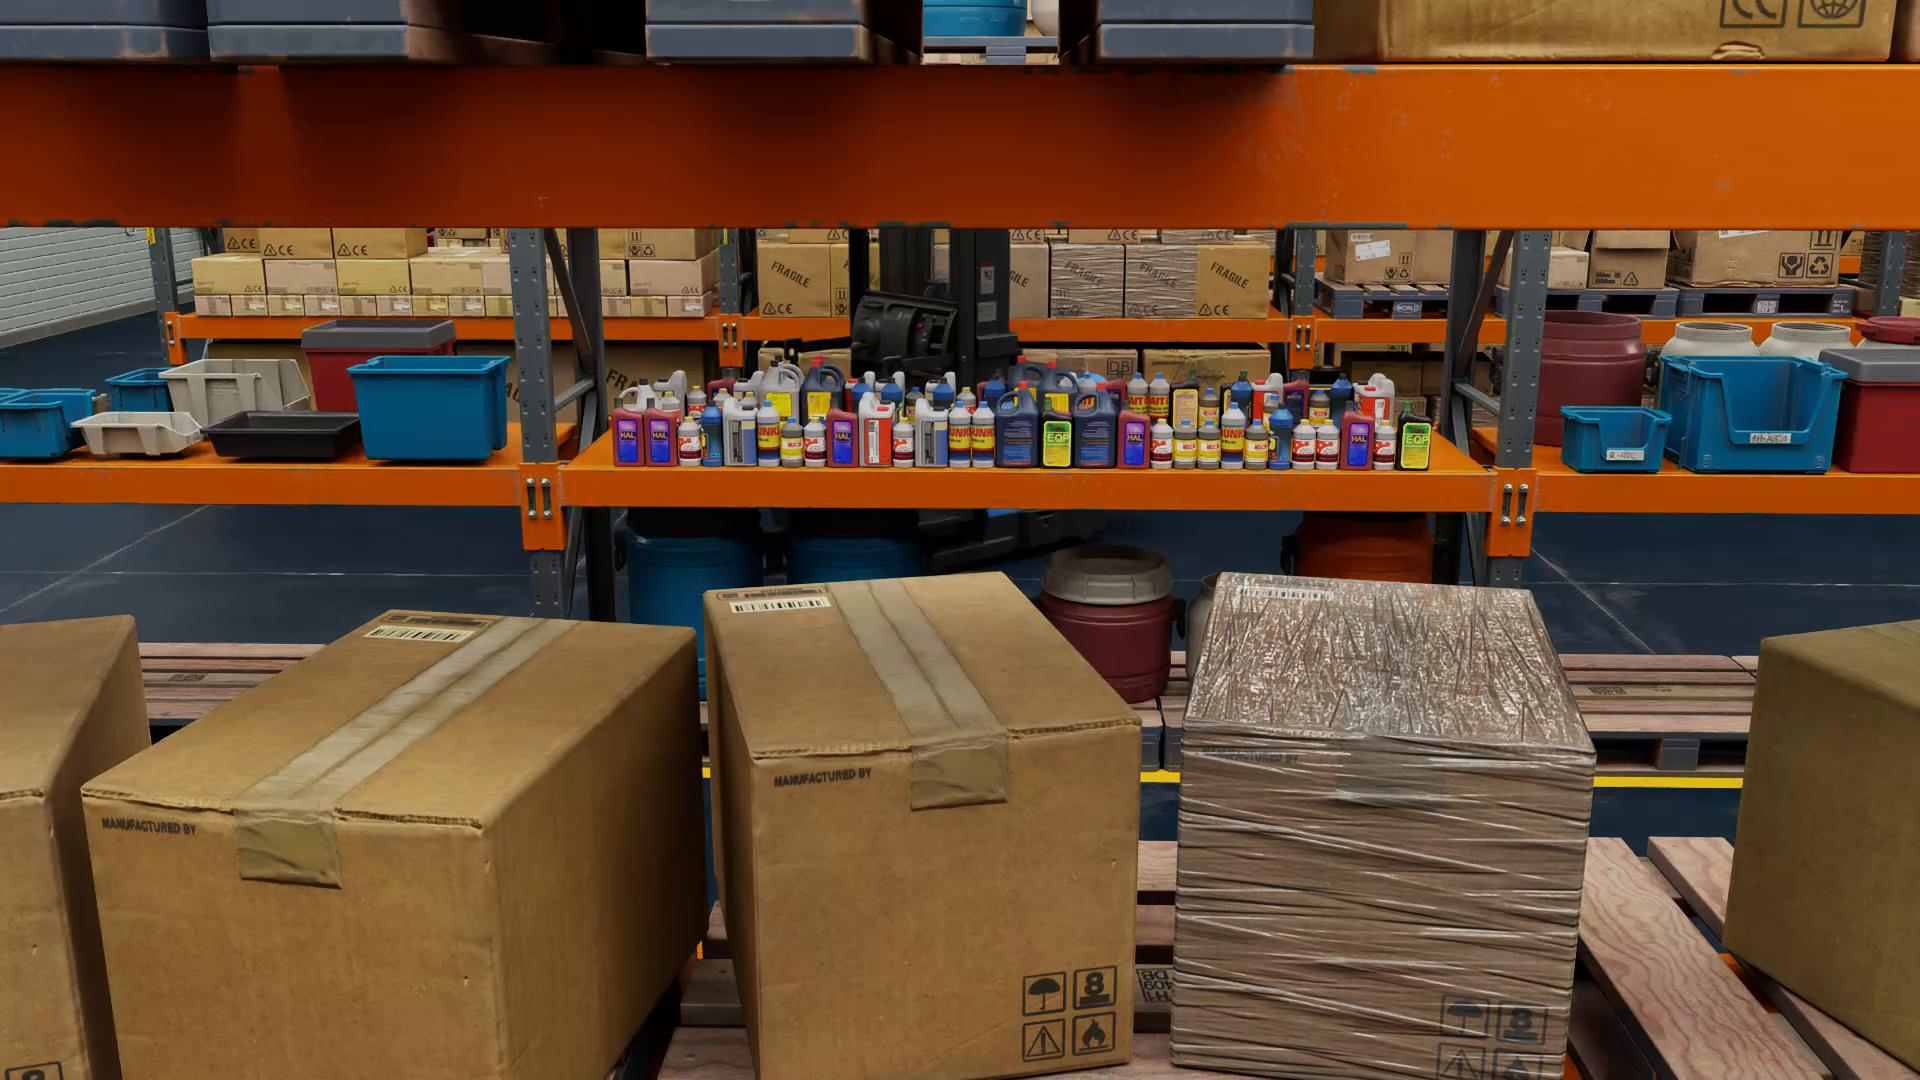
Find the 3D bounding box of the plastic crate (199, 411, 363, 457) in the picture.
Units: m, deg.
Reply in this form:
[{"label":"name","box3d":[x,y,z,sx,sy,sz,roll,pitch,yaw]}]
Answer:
[{"label":"plastic crate","box3d":[-2.853,-0.449,7.084,0.590,0.125,0.437,0,15,1]}]

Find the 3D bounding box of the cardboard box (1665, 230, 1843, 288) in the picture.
[{"label":"cardboard box","box3d":[5.606,-2.359,11.903,1.000,1.000,1.000,0,15,2]}]

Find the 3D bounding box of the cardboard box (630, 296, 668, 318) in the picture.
[{"label":"cardboard box","box3d":[-2.171,-1.676,11.805,0.250,0.149,0.380,1,15,3]}]

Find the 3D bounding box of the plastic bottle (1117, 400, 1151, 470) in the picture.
[{"label":"plastic bottle","box3d":[0.714,-0.433,6.831,0.133,0.283,0.061,0,15,1]}]

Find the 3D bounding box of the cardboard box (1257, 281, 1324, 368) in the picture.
[{"label":"cardboard box","box3d":[3.233,-2.204,16.901,0.750,0.750,1.050,0,15,1]}]

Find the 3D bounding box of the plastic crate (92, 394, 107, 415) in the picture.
[{"label":"plastic crate","box3d":[-4.041,-0.584,7.574,0.250,0.136,0.298,0,15,1]}]

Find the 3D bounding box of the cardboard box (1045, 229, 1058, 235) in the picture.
[{"label":"cardboard box","box3d":[0.839,-3.093,16.352,0.250,0.149,0.380,1,15,3]}]

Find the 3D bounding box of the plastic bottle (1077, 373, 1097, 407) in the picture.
[{"label":"plastic bottle","box3d":[0.578,-0.627,7.587,0.097,0.271,0.097,0,15,0]}]

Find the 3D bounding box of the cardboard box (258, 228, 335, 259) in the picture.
[{"label":"cardboard box","box3d":[-4.626,-2.262,11.775,0.500,0.500,0.500,0,15,0]}]

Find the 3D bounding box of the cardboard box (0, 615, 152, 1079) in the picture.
[{"label":"cardboard box","box3d":[-1.389,0.458,2.207,0.500,0.500,0.700,-5,16,-17]}]

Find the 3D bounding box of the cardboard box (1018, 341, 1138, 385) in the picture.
[{"label":"cardboard box","box3d":[0.818,-1.045,12.261,0.875,0.875,1.225,0,15,2]}]

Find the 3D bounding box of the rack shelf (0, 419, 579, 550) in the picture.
[{"label":"rack shelf","box3d":[-3.726,-0.280,7.430,4.000,0.370,1.077,0,15,1]}]

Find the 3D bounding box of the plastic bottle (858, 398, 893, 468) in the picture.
[{"label":"plastic bottle","box3d":[-0.348,-0.448,6.902,0.135,0.276,0.152,0,15,1]}]

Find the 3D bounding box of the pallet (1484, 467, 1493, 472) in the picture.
[{"label":"pallet","box3d":[4.396,-0.489,12.279,1.213,0.211,1.003,0,15,1]}]

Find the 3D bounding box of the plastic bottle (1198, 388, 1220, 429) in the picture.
[{"label":"plastic bottle","box3d":[1.137,-0.589,7.582,0.097,0.201,0.097,0,15,0]}]

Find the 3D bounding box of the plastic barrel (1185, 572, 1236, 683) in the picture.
[{"label":"plastic barrel","box3d":[1.216,0.432,7.377,0.421,0.512,0.421,0,15,0]}]

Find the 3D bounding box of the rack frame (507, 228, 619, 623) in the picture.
[{"label":"rack frame","box3d":[-1.727,-0.614,7.289,0.127,3.000,1.000,0,15,1]}]

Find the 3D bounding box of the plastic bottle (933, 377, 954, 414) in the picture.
[{"label":"plastic bottle","box3d":[-0.073,-0.592,7.456,0.097,0.271,0.097,0,15,0]}]

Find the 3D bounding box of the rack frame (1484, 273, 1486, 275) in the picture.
[{"label":"rack frame","box3d":[6.650,-4.353,21.458,0.127,3.000,1.000,0,15,1]}]

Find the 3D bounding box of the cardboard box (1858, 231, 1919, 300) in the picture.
[{"label":"cardboard box","box3d":[6.845,-1.999,11.757,0.500,0.500,0.875,0,15,1]}]

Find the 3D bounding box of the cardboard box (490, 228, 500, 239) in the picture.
[{"label":"cardboard box","box3d":[-4.394,-3.290,16.649,0.500,0.500,0.500,0,15,2]}]

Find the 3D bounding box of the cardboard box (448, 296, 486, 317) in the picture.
[{"label":"cardboard box","box3d":[-3.453,-1.685,11.838,0.250,0.149,0.380,1,15,2]}]

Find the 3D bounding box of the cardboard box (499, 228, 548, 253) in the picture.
[{"label":"cardboard box","box3d":[-3.085,-2.387,12.249,0.500,0.500,0.500,0,15,0]}]

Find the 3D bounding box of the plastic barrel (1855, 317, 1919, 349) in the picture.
[{"label":"plastic barrel","box3d":[4.154,-0.698,7.338,0.433,0.535,0.433,0,15,0]}]

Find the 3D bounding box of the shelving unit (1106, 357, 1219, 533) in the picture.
[{"label":"shelving unit","box3d":[1.292,-0.630,10.994,0.189,1.200,0.258,28,10,-13]}]

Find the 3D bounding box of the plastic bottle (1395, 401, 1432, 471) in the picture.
[{"label":"plastic bottle","box3d":[1.857,-0.426,6.802,0.133,0.283,0.061,0,15,1]}]

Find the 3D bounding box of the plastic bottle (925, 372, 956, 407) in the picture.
[{"label":"plastic bottle","box3d":[-0.089,-0.626,7.577,0.135,0.276,0.152,0,15,1]}]

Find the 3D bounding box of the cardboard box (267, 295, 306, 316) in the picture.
[{"label":"cardboard box","box3d":[-4.740,-1.693,11.868,0.250,0.149,0.380,0,15,0]}]

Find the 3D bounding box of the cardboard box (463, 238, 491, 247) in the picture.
[{"label":"cardboard box","box3d":[-4.800,-2.969,16.708,0.250,0.149,0.380,1,15,3]}]

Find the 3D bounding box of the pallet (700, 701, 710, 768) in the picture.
[{"label":"pallet","box3d":[-0.956,0.750,7.585,1.213,0.211,1.003,0,15,1]}]

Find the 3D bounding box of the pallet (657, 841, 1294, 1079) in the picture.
[{"label":"pallet","box3d":[0.198,0.756,2.470,1.213,0.211,1.003,0,15,1]}]

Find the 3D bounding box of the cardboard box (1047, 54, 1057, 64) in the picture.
[{"label":"cardboard box","box3d":[1.049,-4.557,16.158,0.500,0.500,0.500,0,15,1]}]

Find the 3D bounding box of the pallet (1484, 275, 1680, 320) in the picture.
[{"label":"pallet","box3d":[4.378,-1.756,11.992,1.213,0.211,1.003,0,15,1]}]

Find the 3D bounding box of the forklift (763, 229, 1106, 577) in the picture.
[{"label":"forklift","box3d":[-0.502,-1.283,9.956,3.031,2.935,1.130,-12,19,-38]}]

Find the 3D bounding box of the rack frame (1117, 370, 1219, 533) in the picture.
[{"label":"rack frame","box3d":[1.371,-0.588,11.015,0.006,1.200,0.240,28,10,-13]}]

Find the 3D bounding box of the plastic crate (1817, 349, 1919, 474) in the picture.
[{"label":"plastic crate","box3d":[3.880,-0.531,6.846,0.583,0.464,0.402,0,15,1]}]

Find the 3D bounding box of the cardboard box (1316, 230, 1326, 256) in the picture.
[{"label":"cardboard box","box3d":[3.576,-3.090,16.475,0.500,0.500,0.500,0,15,1]}]

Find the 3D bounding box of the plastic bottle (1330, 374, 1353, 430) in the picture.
[{"label":"plastic bottle","box3d":[1.732,-0.619,7.559,0.097,0.271,0.097,0,15,0]}]

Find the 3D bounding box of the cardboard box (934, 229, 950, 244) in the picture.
[{"label":"cardboard box","box3d":[-0.276,-2.401,11.899,0.637,0.503,0.797,1,15,2]}]

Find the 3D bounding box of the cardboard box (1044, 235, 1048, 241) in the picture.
[{"label":"cardboard box","box3d":[0.392,-1.981,12.274,0.500,0.500,0.500,0,15,2]}]

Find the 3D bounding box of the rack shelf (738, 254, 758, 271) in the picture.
[{"label":"rack shelf","box3d":[-3.372,-2.807,17.009,4.000,0.370,1.077,0,15,1]}]

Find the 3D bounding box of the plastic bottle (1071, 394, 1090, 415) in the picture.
[{"label":"plastic bottle","box3d":[0.533,-0.471,6.974,0.133,0.283,0.061,0,15,1]}]

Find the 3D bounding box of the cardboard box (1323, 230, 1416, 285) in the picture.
[{"label":"cardboard box","box3d":[2.939,-2.109,11.936,0.500,0.500,0.500,-1,15,-5]}]

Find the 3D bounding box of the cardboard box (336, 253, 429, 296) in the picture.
[{"label":"cardboard box","box3d":[-4.104,-1.897,11.861,0.500,0.250,0.500,0,15,0]}]

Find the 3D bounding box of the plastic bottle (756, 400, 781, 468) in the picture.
[{"label":"plastic bottle","box3d":[-0.793,-0.442,6.887,0.097,0.271,0.097,0,15,0]}]

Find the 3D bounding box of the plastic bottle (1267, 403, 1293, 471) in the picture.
[{"label":"plastic bottle","box3d":[1.316,-0.428,6.835,0.097,0.271,0.097,0,15,0]}]

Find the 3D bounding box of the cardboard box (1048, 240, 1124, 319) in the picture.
[{"label":"cardboard box","box3d":[0.881,-1.847,11.765,0.500,0.500,0.500,0,15,0]}]

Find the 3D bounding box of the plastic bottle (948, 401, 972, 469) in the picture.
[{"label":"plastic bottle","box3d":[-0.001,-0.437,6.867,0.097,0.271,0.097,0,15,0]}]

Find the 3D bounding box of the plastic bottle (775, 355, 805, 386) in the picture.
[{"label":"plastic bottle","box3d":[-0.799,-0.668,7.588,0.185,0.351,0.144,0,15,1]}]

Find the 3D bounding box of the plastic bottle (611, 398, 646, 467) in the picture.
[{"label":"plastic bottle","box3d":[-1.371,-0.447,6.882,0.133,0.283,0.061,0,15,1]}]

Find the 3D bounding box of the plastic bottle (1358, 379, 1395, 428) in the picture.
[{"label":"plastic bottle","box3d":[1.844,-0.575,7.382,0.135,0.276,0.152,0,15,1]}]

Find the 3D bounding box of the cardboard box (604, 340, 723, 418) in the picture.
[{"label":"cardboard box","box3d":[-2.258,-1.078,12.387,0.875,0.875,0.875,0,15,1]}]

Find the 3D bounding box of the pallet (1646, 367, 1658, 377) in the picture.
[{"label":"pallet","box3d":[7.383,-1.716,16.932,1.213,0.211,1.003,0,15,1]}]

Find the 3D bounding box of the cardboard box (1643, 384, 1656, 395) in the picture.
[{"label":"cardboard box","box3d":[5.308,-0.847,12.207,0.500,0.500,0.700,0,15,1]}]
